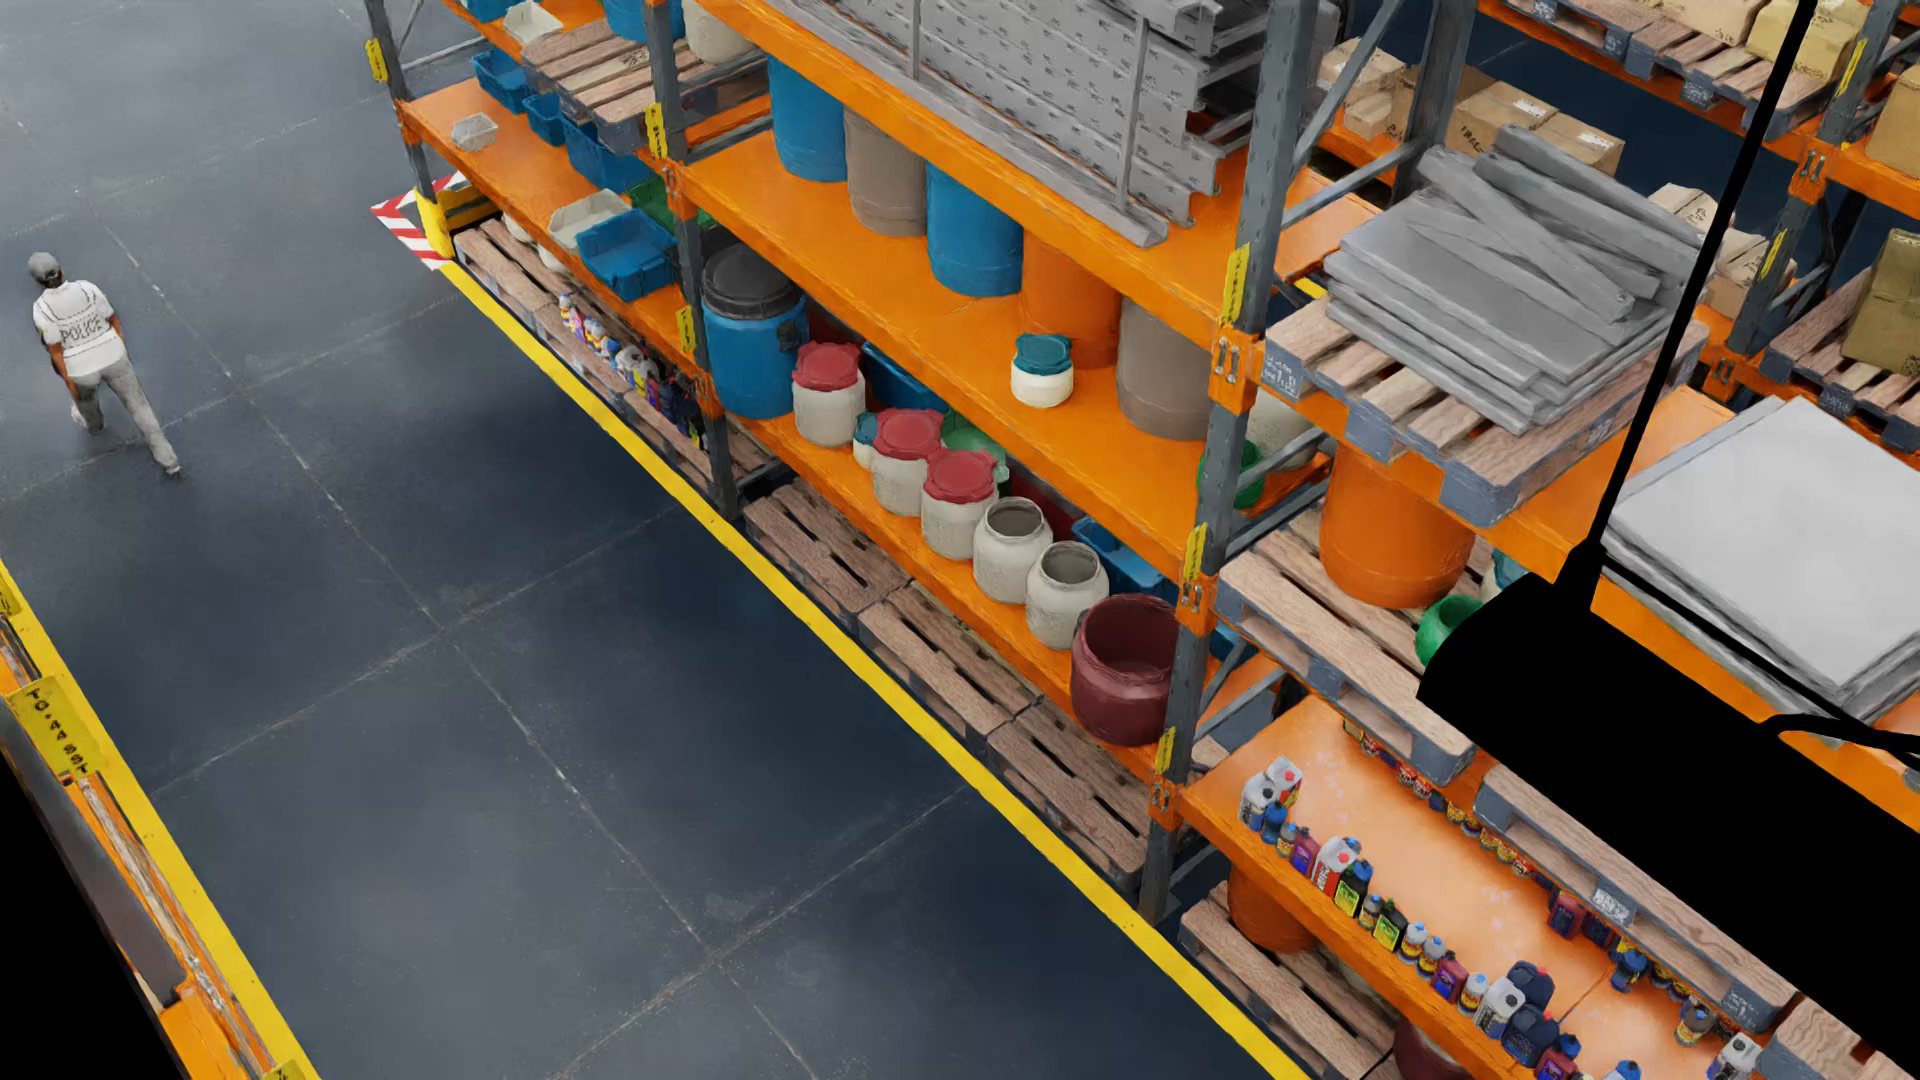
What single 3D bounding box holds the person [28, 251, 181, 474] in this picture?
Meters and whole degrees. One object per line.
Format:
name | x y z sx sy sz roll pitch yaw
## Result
person | -5.759 -1.221 11.029 0.496 1.580 1.090 -33 55 -27
